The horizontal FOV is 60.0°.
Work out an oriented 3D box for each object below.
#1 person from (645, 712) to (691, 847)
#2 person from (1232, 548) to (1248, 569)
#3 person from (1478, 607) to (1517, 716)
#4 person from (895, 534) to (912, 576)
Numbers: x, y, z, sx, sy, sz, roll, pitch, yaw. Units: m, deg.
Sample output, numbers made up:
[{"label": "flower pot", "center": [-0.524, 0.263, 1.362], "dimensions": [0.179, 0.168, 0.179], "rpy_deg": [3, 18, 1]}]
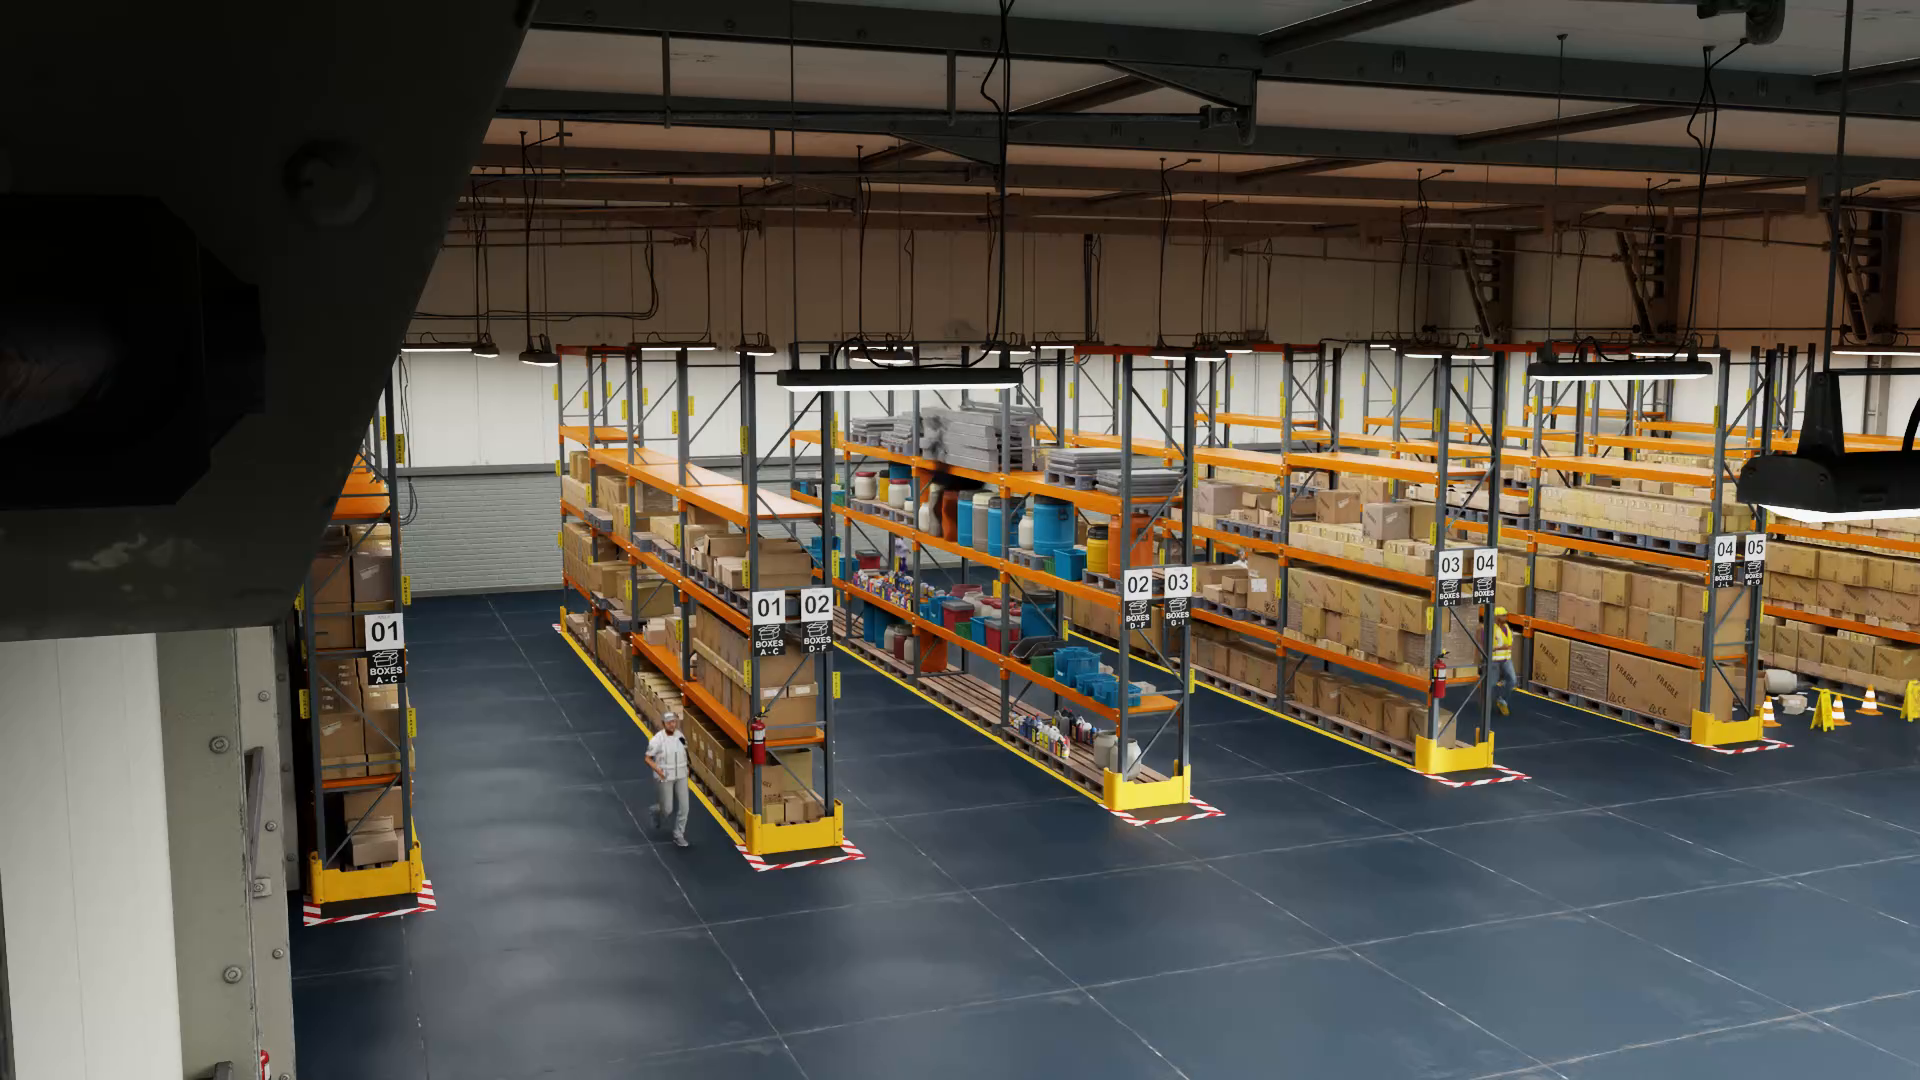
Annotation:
[{"label": "person", "center": [-3.569, 2.926, 20.532], "dimensions": [0.605, 1.618, 0.730], "rpy_deg": [-5, 9, -33]}, {"label": "person", "center": [6.044, 0.986, 35.762], "dimensions": [0.623, 1.662, 0.586], "rpy_deg": [-3, 8, -22]}, {"label": "person", "center": [8.852, 2.002, 27.308], "dimensions": [0.693, 1.823, 0.744], "rpy_deg": [-4, 8, -27]}, {"label": "person", "center": [-1.463, 0.569, 39.034], "dimensions": [0.868, 1.667, 0.593], "rpy_deg": [-1, 7, -6]}]
